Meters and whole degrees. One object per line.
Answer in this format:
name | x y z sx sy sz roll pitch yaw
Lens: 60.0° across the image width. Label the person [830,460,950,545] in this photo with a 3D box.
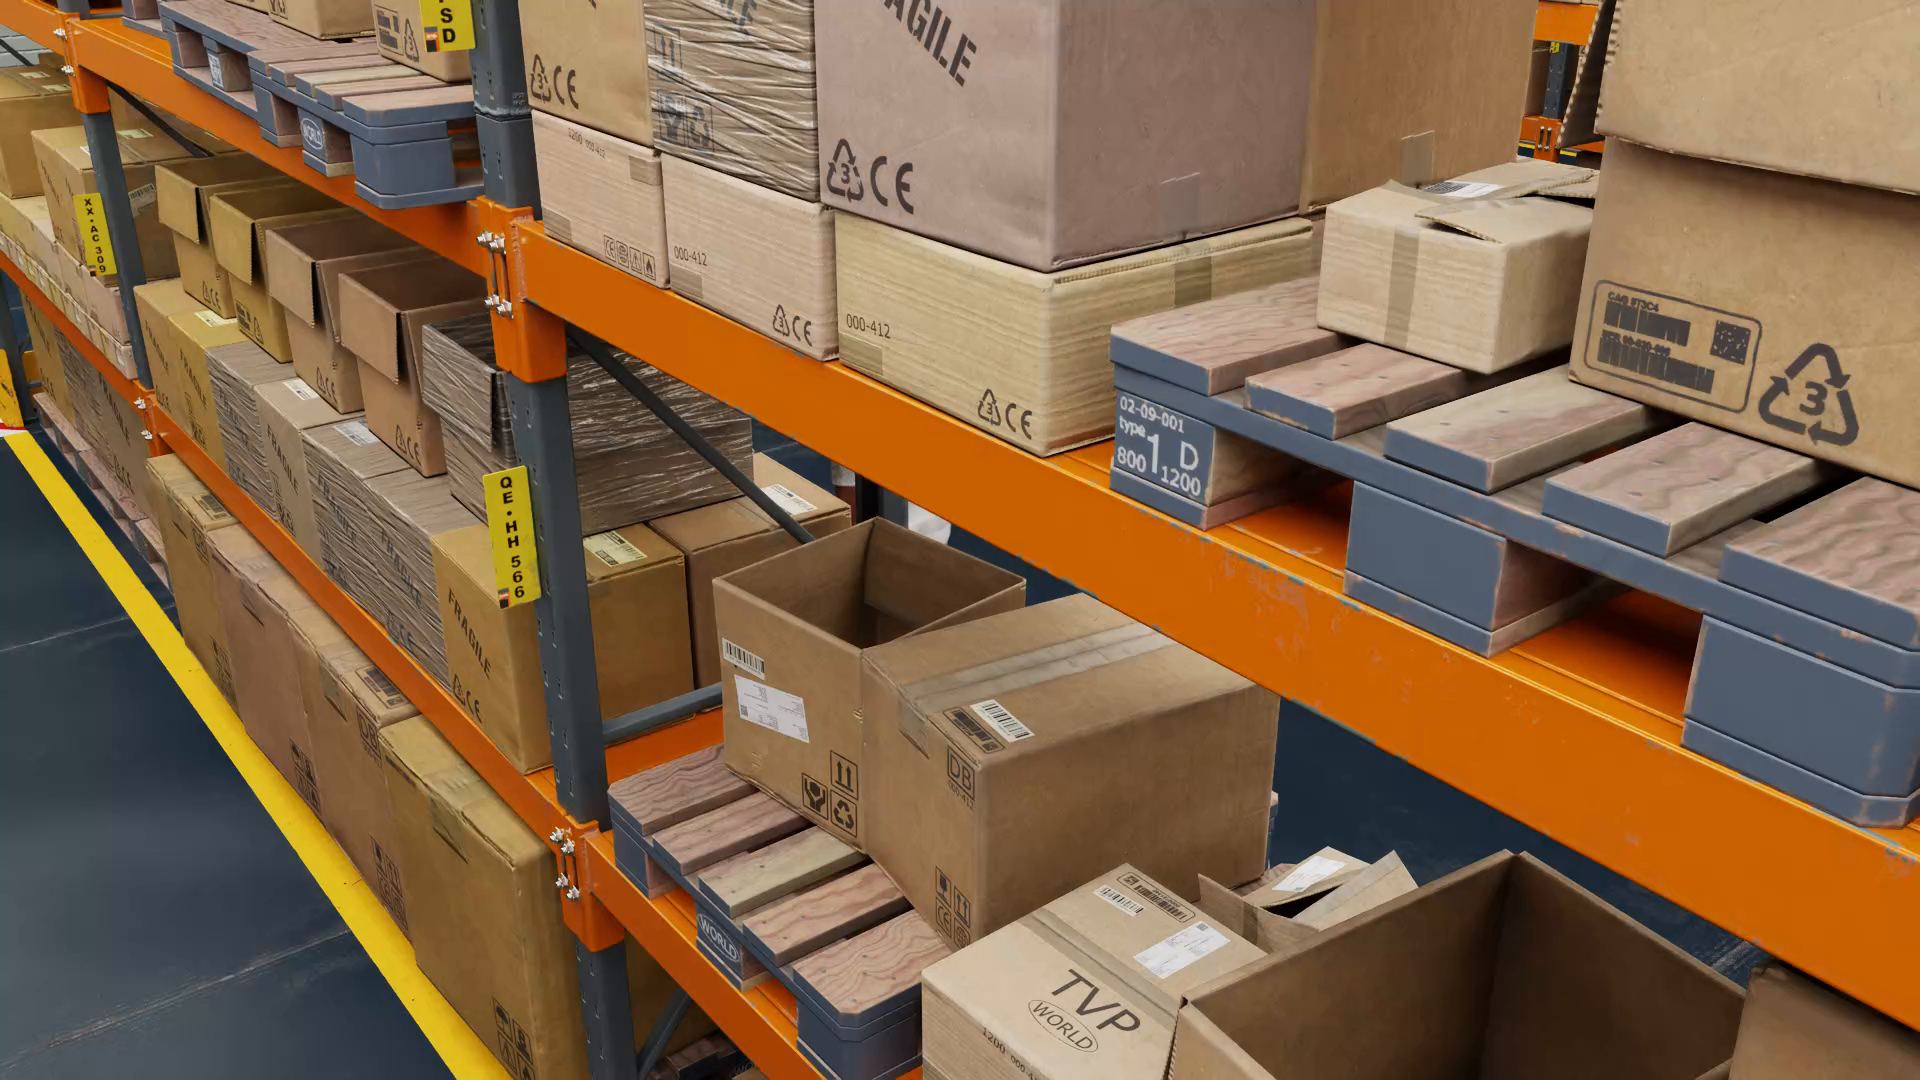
person | -0.283 -0.012 6.619 0.625 1.773 0.452 -20 31 -37
